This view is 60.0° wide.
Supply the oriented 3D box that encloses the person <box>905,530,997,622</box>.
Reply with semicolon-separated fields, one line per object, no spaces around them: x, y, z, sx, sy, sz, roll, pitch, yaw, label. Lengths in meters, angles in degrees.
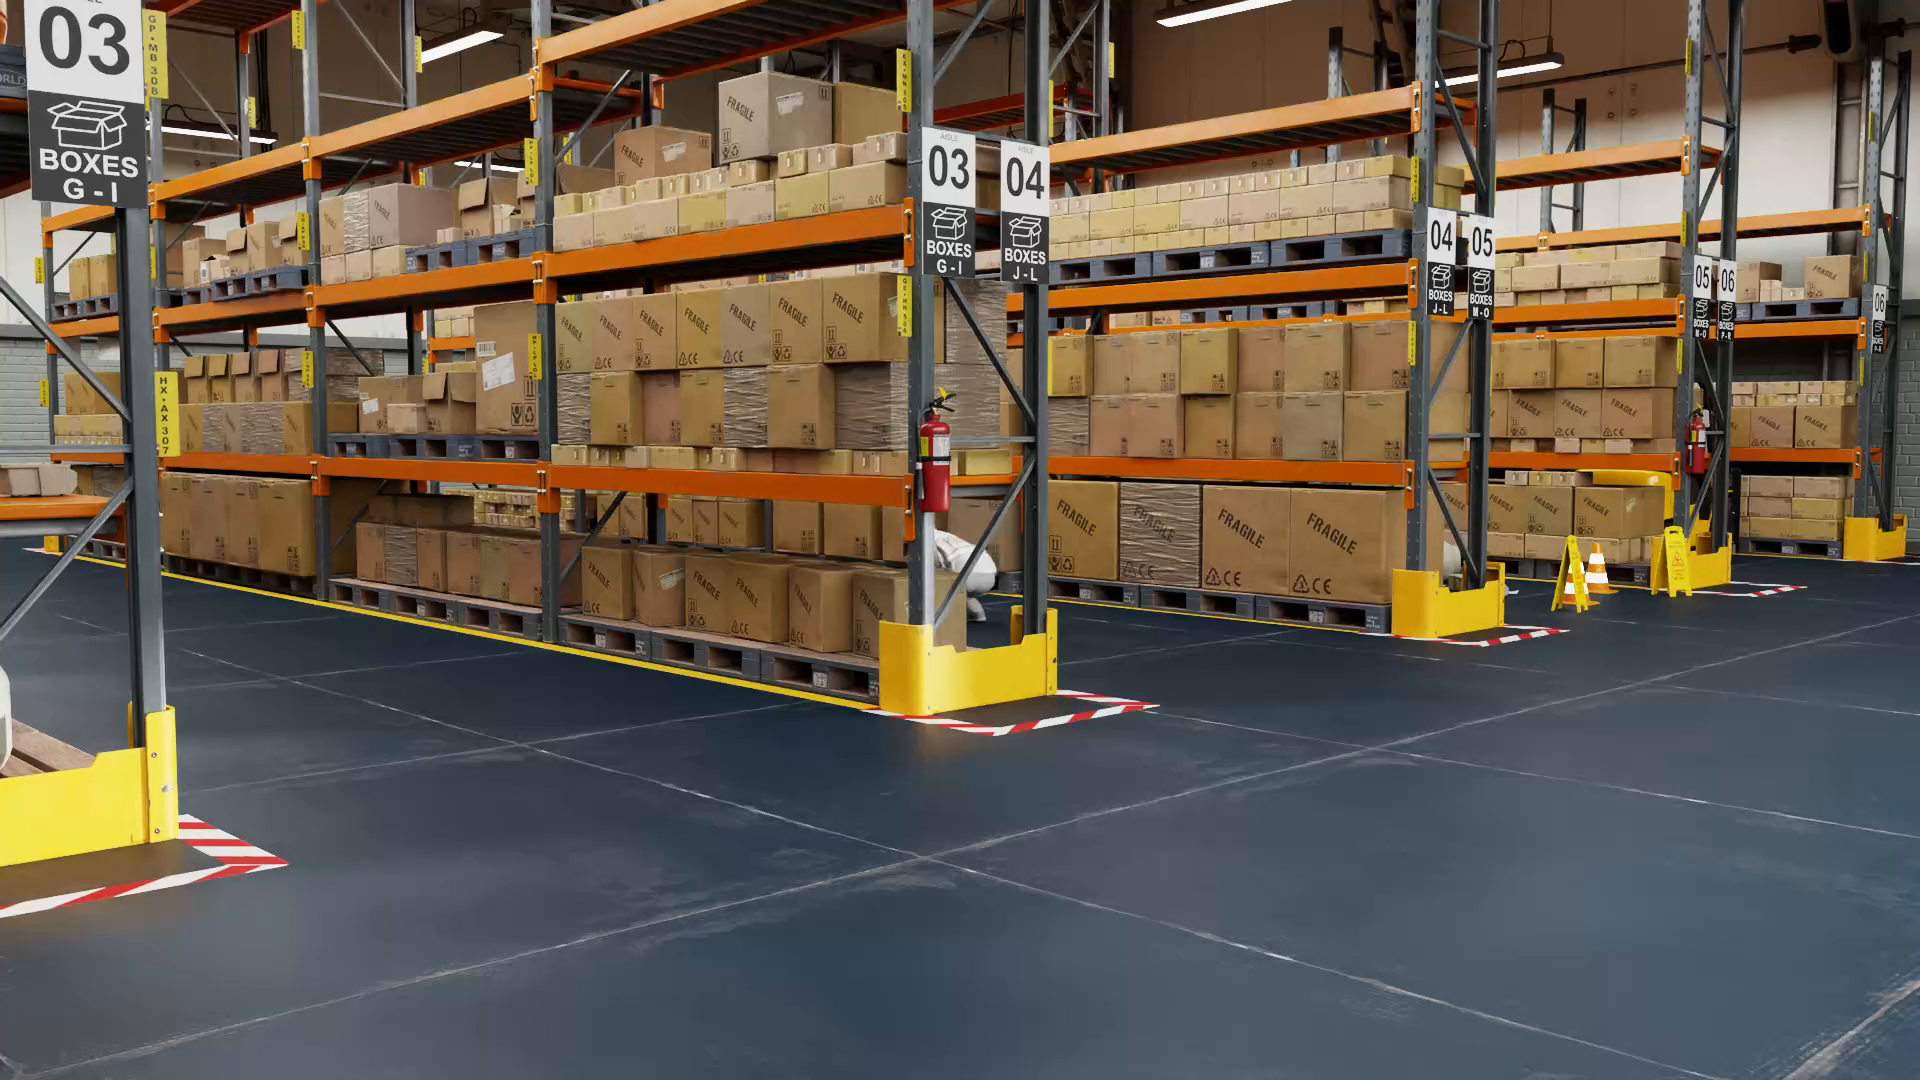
-0.113;0.293;13.456;0.486;0.807;0.856;-4;6;-44;person
